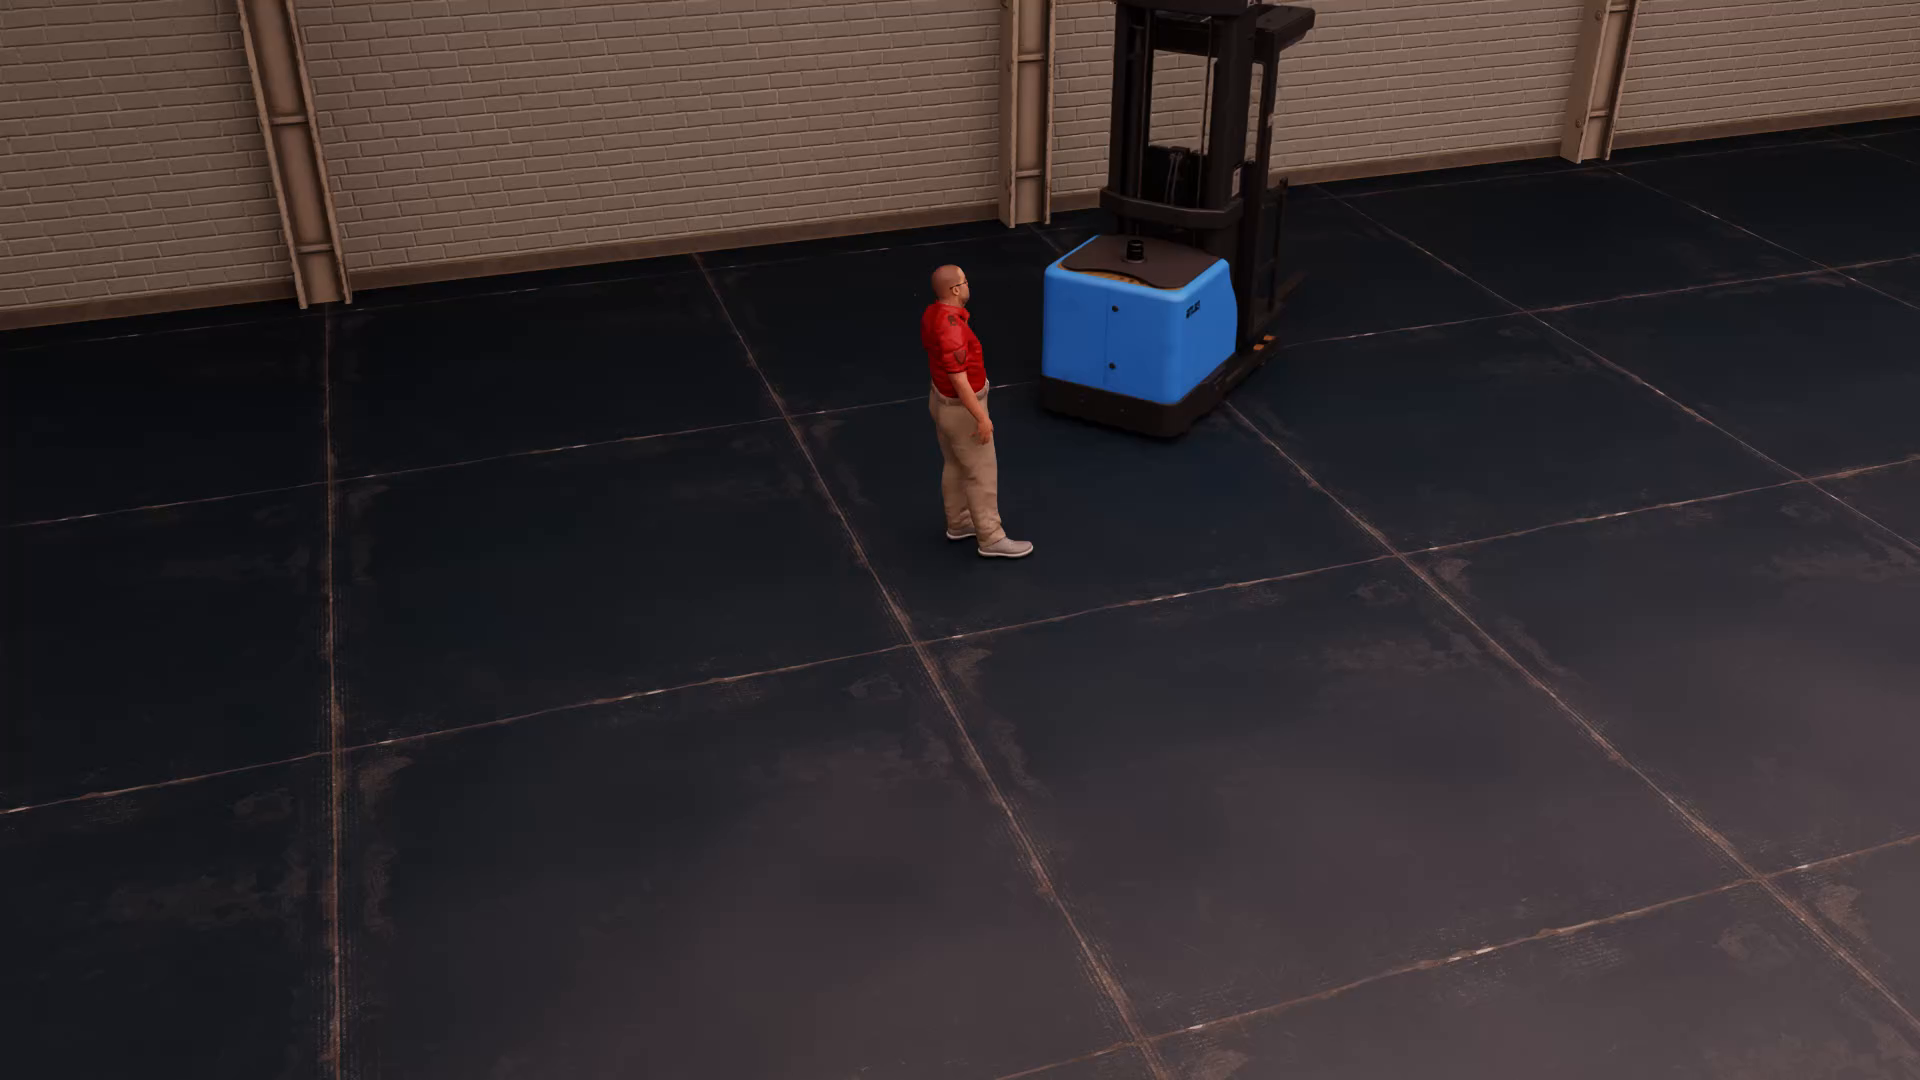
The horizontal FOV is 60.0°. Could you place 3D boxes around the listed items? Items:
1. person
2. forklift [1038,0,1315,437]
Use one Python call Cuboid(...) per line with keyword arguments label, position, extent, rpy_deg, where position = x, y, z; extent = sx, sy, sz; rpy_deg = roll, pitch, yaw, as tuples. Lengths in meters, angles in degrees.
Cuboid(label="person", position=(0.089, -0.765, 9.607), extent=(0.550, 1.727, 0.642), rpy_deg=(-10, 31, -16))
Cuboid(label="forklift", position=(1.727, -2.653, 11.698), extent=(1.130, 2.935, 3.031), rpy_deg=(16, 34, 26))
